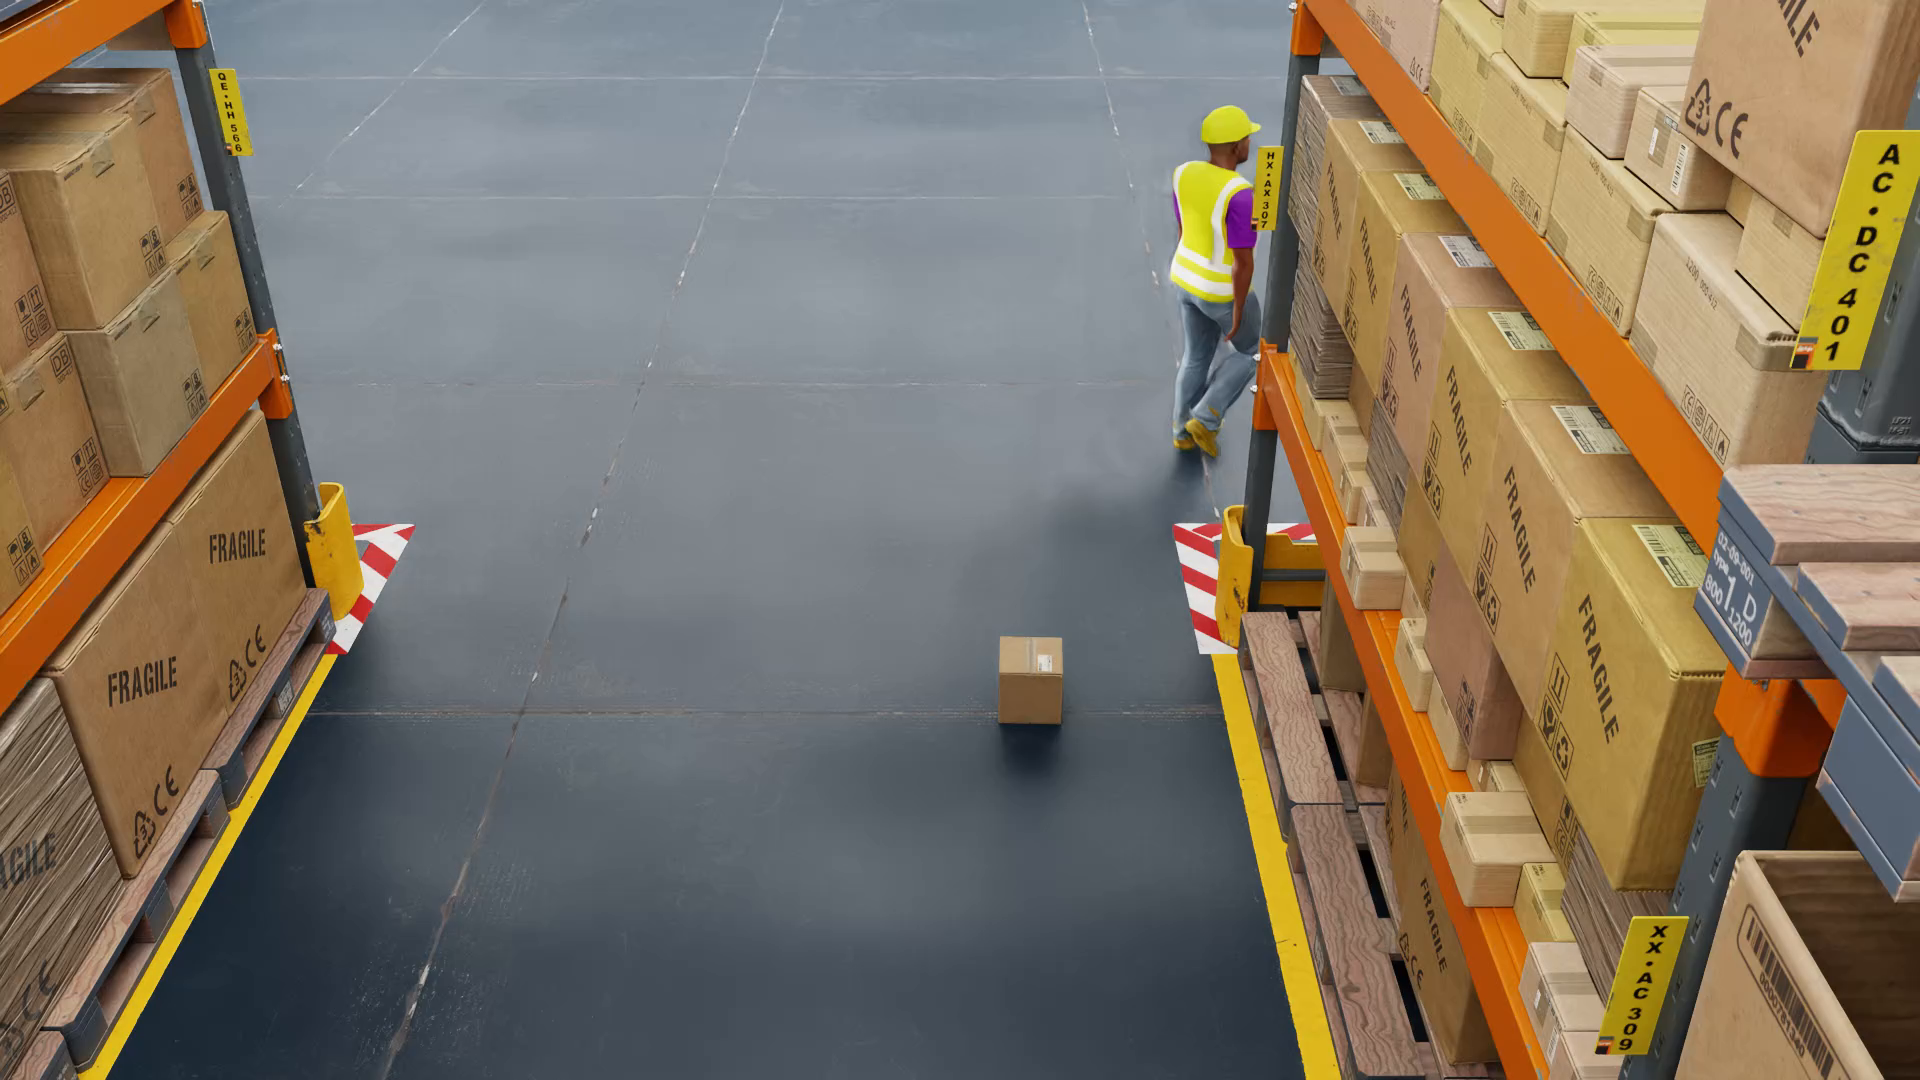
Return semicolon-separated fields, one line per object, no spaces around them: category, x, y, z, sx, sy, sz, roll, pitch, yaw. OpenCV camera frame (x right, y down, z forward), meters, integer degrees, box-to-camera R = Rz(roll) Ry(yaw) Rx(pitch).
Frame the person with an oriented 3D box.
person;1.269;-1.232;8.105;0.453;1.782;0.593;-20;37;-30
